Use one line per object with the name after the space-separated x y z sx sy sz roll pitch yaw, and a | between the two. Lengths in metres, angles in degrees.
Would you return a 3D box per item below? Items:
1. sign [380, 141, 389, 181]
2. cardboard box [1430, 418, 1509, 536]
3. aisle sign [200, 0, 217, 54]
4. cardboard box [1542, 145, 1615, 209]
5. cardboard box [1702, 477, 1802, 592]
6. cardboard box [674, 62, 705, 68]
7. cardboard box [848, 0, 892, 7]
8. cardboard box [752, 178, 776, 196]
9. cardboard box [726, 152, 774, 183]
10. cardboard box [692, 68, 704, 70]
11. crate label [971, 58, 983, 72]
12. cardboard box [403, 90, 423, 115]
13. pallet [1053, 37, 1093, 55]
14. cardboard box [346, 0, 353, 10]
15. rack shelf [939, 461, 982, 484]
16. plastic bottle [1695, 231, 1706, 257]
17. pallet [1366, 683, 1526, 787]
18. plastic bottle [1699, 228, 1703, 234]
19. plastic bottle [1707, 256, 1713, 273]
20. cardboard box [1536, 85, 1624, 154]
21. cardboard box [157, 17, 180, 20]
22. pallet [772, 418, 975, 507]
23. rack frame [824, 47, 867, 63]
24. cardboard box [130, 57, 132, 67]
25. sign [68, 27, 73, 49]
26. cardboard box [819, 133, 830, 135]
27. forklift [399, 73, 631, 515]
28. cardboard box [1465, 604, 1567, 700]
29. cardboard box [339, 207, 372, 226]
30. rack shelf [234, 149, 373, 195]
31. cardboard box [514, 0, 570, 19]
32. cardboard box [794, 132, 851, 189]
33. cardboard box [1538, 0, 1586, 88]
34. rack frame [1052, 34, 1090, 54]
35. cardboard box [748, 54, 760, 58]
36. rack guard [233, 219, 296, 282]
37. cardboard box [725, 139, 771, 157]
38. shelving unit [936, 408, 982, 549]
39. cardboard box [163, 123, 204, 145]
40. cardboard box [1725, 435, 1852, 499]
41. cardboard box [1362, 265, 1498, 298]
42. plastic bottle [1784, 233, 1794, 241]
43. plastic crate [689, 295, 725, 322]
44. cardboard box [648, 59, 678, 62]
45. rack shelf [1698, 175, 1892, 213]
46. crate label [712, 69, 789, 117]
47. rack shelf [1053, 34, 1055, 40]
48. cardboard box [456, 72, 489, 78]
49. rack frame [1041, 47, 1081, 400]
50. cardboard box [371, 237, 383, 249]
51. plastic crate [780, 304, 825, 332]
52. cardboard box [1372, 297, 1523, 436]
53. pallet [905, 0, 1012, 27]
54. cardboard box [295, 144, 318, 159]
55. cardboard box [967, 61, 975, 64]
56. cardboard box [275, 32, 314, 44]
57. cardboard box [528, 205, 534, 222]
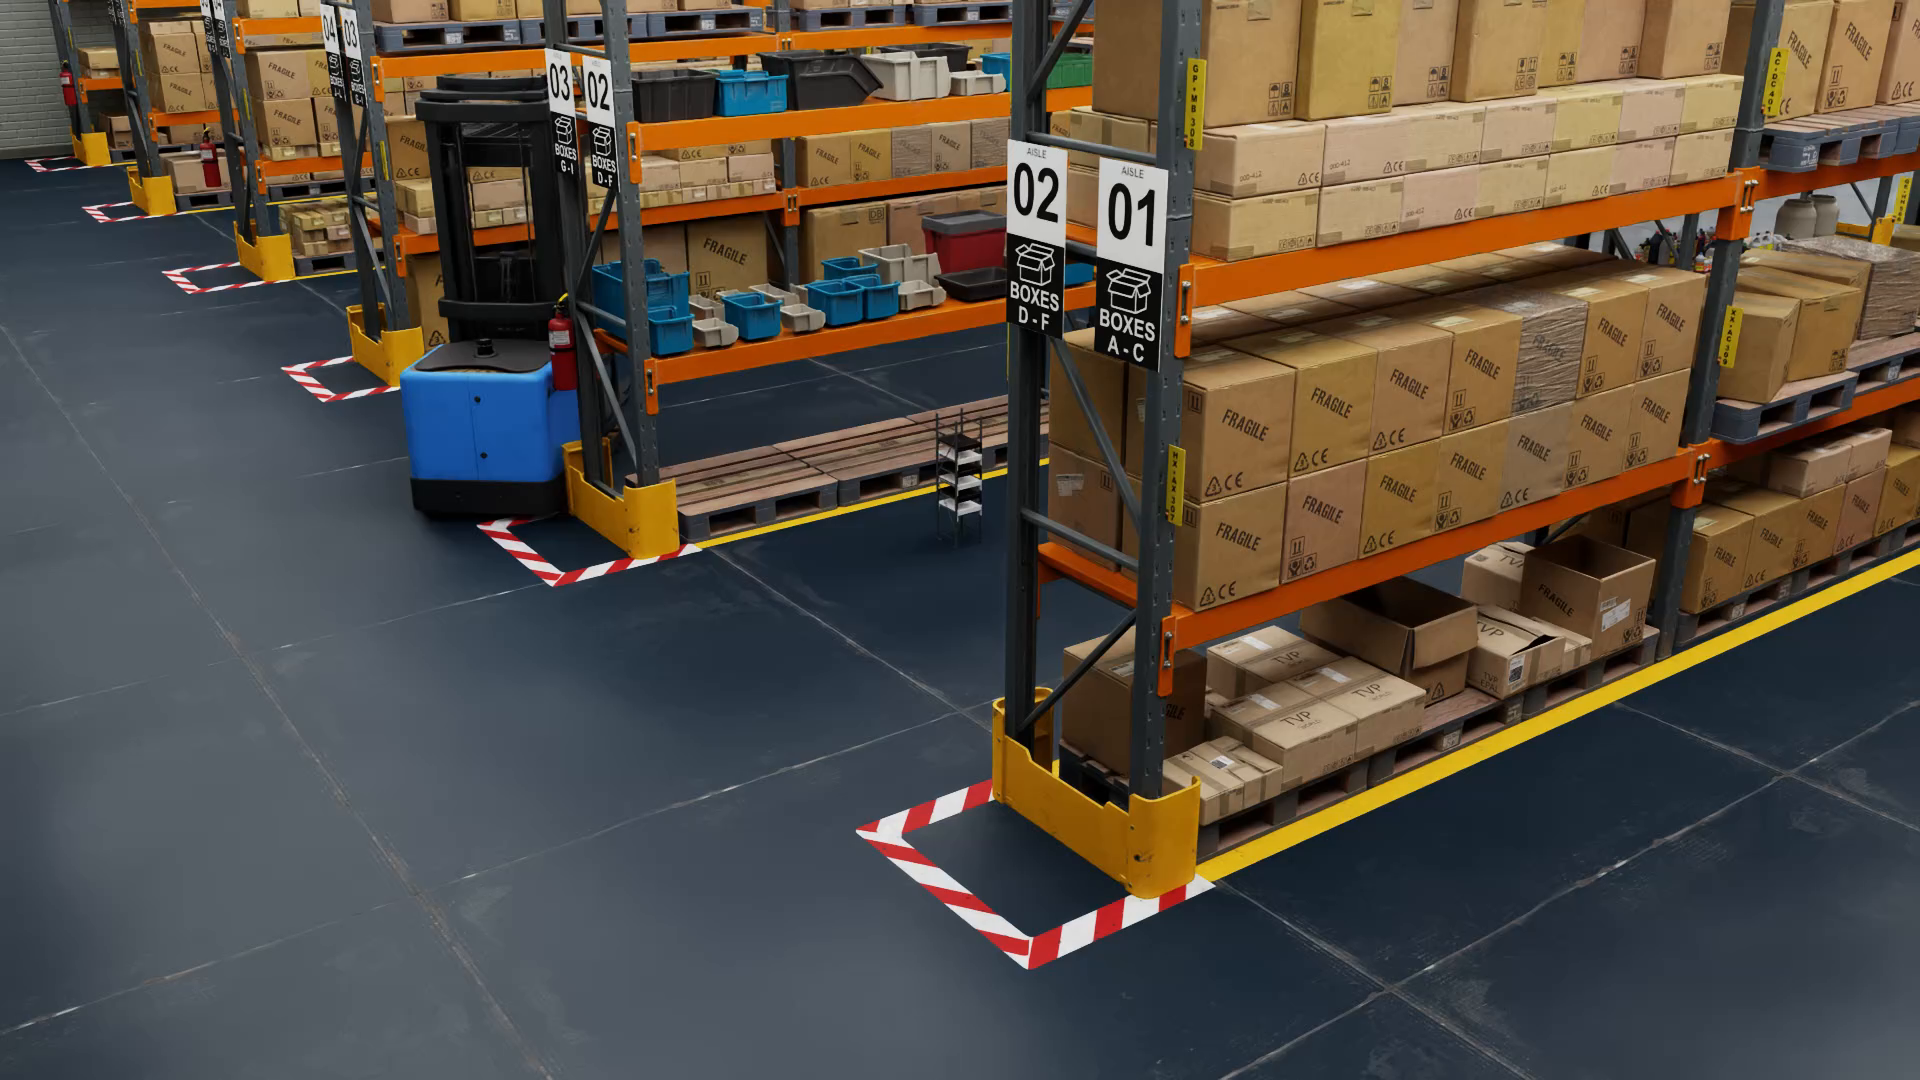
-4.910 -3.234 14.178 0.005 0.325 0.100 -15 26 -33 | sign
2.299 -0.374 8.152 0.500 0.500 0.500 -15 26 -32 | cardboard box
-8.279 -5.759 18.274 0.004 0.787 0.394 -15 26 -33 | aisle sign
2.747 -1.770 7.941 0.500 0.250 0.500 -15 26 -33 | cardboard box
4.761 -0.042 10.232 0.500 0.500 0.500 -14 26 -32 | cardboard box
-3.527 -6.125 21.669 0.250 0.149 0.380 -16 27 -35 | cardboard box
-1.040 -5.586 16.855 0.500 0.311 0.500 -16 27 -35 | cardboard box
-2.039 -3.548 16.579 0.250 0.149 0.380 -15 26 -33 | cardboard box
-2.188 -3.723 16.480 0.500 0.250 0.500 -15 26 -34 | cardboard box
-3.365 -5.871 21.030 0.250 0.149 0.380 -15 26 -33 | cardboard box
0.344 -3.591 12.656 0.466 0.136 0.293 -15 26 -33 | crate label
-6.284 -5.014 19.378 0.500 0.500 0.500 -16 27 -34 | cardboard box
1.489 -3.844 13.189 1.003 0.211 1.213 -15 26 -33 | pallet
-6.690 -6.049 18.664 0.500 0.250 0.500 -16 27 -35 | cardboard box
-0.007 -0.469 11.204 0.200 0.077 0.258 -15 26 -33 | rack shelf
8.373 -3.353 18.823 0.133 0.283 0.061 -15 26 -33 | plastic bottle
2.251 0.861 8.954 1.213 0.211 1.003 -15 26 -33 | pallet
8.473 -3.435 19.045 0.097 0.271 0.097 0 22 0 | plastic bottle
8.084 -2.956 17.940 0.097 0.201 0.097 0 22 0 | plastic bottle
2.749 -2.002 7.847 0.500 0.250 0.500 -15 26 -33 | cardboard box
-10.651 -6.957 22.424 0.250 0.149 0.380 -14 26 -32 | cardboard box
-0.655 -0.607 12.634 1.213 0.211 1.003 -15 26 -33 | pallet
-1.550 -6.209 22.909 0.127 3.000 1.000 -15 26 -33 | rack frame
-12.984 -7.632 26.276 0.500 0.250 0.500 -15 26 -32 | cardboard box
-13.602 -7.676 25.418 0.005 0.325 0.100 -15 26 -33 | sign
-1.469 -4.482 17.093 0.637 0.503 0.797 -16 27 -34 | cardboard box
-3.233 -2.041 12.557 1.130 2.935 3.031 2 22 4 | forklift
2.894 0.567 8.961 0.500 0.311 0.500 -15 26 -33 | cardboard box
-6.988 -3.748 19.218 0.250 0.149 0.380 -15 26 -33 | cardboard box
-6.421 -4.576 19.788 4.000 0.370 1.077 -15 26 -33 | rack shelf
-3.920 -4.985 14.958 0.500 0.500 0.700 -17 27 -36 | cardboard box
-1.463 -3.900 16.987 0.500 0.500 0.500 -15 26 -33 | cardboard box
2.536 -2.460 7.982 0.500 0.500 0.700 -15 26 -33 | cardboard box
1.264 -4.695 19.115 0.127 3.000 1.000 -15 26 -33 | rack frame
-3.417 -7.919 26.966 0.250 0.149 0.380 -15 26 -33 | cardboard box
-7.983 -3.333 19.074 0.348 0.500 1.175 -15 26 -33 | rack guard
-2.200 -4.066 16.328 0.500 0.500 0.500 -14 26 -31 | cardboard box
-0.007 -0.416 11.225 0.210 0.900 0.258 -15 26 -33 | shelving unit
-12.651 -6.748 27.067 0.500 0.500 0.700 -14 26 -31 | cardboard box
5.146 -0.488 10.338 0.500 0.250 0.500 -15 26 -33 | cardboard box
2.417 -1.119 8.668 0.500 0.500 0.500 -16 27 -34 | cardboard box
9.332 -3.319 18.738 0.133 0.283 0.061 -14 26 -32 | plastic bottle
-1.781 -1.610 11.658 0.243 0.136 0.396 -15 26 -33 | plastic crate
-4.768 -7.658 26.067 0.500 0.250 0.500 -15 26 -33 | cardboard box
9.027 -4.169 18.768 4.000 0.370 1.077 -15 26 -33 | rack shelf
-1.399 -2.900 10.770 0.502 0.251 0.408 -15 26 -33 | crate label
2.888 -6.187 19.777 4.000 0.370 1.077 -15 26 -33 | rack shelf
-5.861 -5.589 19.470 0.500 0.500 0.500 -14 26 -31 | cardboard box
0.910 -2.339 13.211 0.127 3.000 1.000 -15 26 -33 | rack frame
-6.798 -3.525 19.463 0.250 0.149 0.380 -15 26 -32 | cardboard box
-1.085 -1.524 11.444 0.298 0.136 0.250 -15 26 -33 | plastic crate
2.308 -0.842 7.976 0.500 0.500 0.500 -15 26 -33 | cardboard box
-0.133 -5.602 17.596 1.213 0.211 1.003 -14 25 -30 | pallet
-7.407 -4.400 18.714 0.250 0.149 0.380 -14 26 -31 | cardboard box
0.198 -6.598 23.750 0.500 0.500 0.500 -15 26 -33 | cardboard box
-9.228 -6.810 22.930 0.500 0.500 0.500 -15 26 -33 | cardboard box
-3.916 -3.047 15.324 0.250 0.149 0.380 -16 27 -34 | cardboard box
